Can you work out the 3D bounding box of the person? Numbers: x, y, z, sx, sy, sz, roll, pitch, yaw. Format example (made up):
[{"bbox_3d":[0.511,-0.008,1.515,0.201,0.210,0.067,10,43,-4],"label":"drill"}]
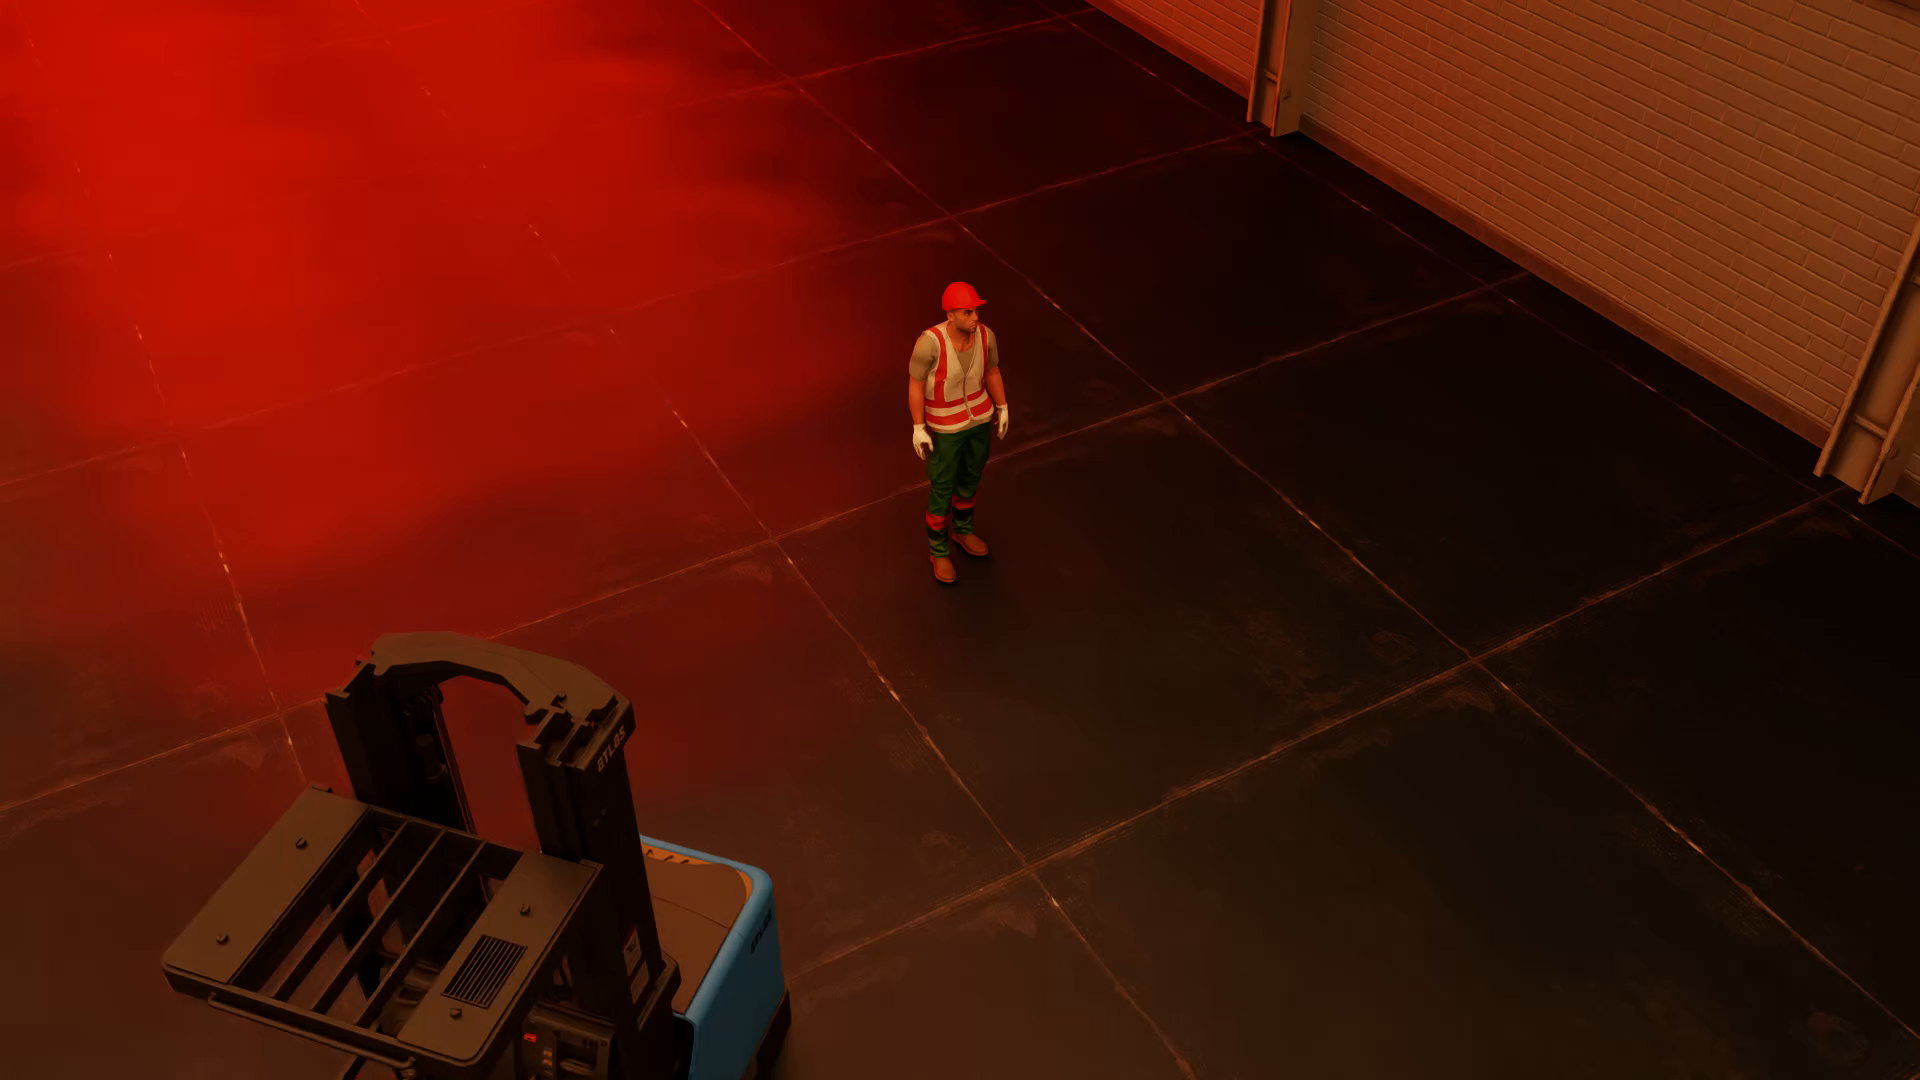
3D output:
[{"bbox_3d":[0.029,-0.646,9.698,0.637,1.787,0.564,-20,44,-23],"label":"person"}]

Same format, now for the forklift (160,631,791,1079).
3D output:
[{"bbox_3d":[-1.726,1.880,5.770,1.130,2.935,3.031,12,41,14],"label":"forklift"}]
